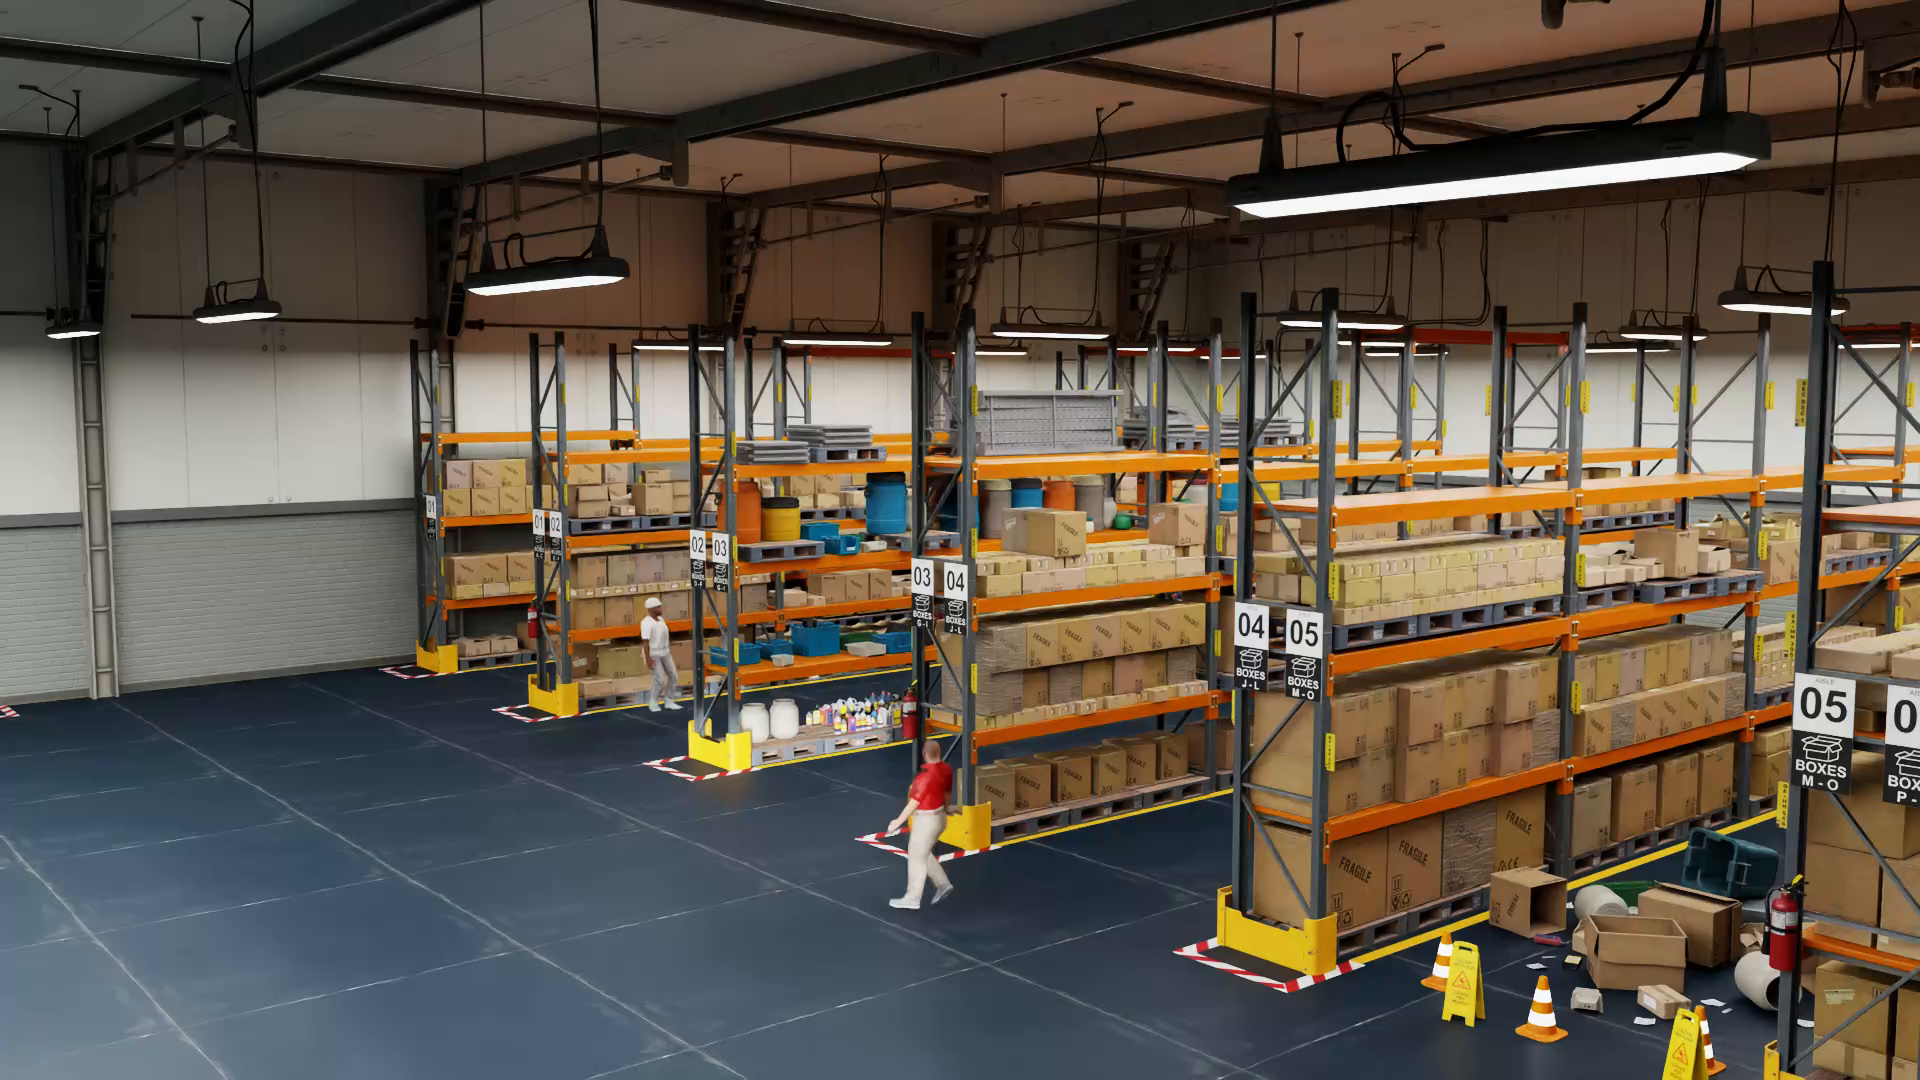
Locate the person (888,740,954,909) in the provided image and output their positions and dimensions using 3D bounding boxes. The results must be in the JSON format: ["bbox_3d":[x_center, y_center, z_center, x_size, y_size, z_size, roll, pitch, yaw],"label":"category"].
[{"bbox_3d":[-0.400,2.794,16.398,0.624,1.708,0.600,2,6,21],"label":"person"}]

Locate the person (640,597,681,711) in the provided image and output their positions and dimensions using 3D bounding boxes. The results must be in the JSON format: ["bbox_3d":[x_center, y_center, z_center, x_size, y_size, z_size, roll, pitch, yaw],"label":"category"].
[{"bbox_3d":[-4.528,1.710,25.006,0.489,1.708,0.638,4,6,34],"label":"person"}]
